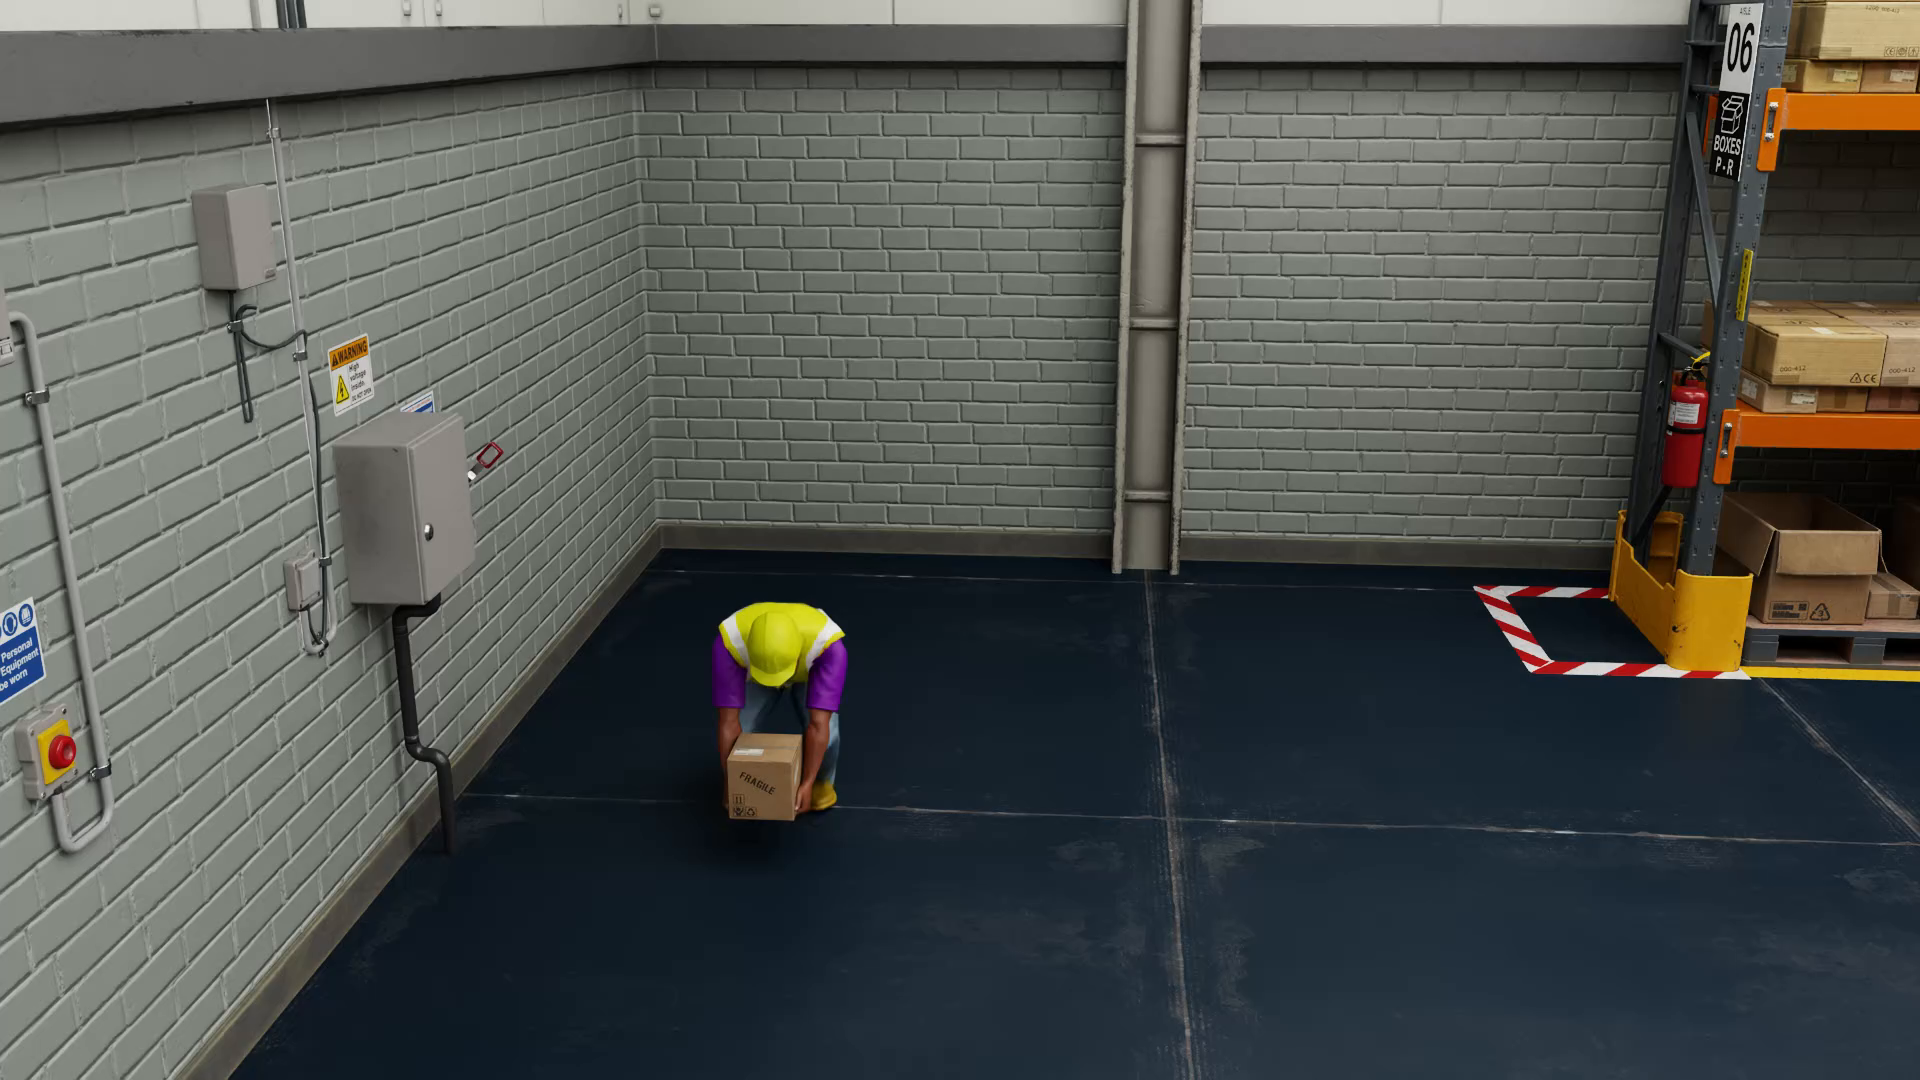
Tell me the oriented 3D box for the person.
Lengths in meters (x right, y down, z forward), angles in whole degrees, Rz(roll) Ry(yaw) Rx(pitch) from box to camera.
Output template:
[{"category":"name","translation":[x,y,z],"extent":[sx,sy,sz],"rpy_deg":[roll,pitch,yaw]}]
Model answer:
[{"category":"person","translation":[-0.706,0.649,6.716],"extent":[0.534,1.009,0.916],"rpy_deg":[1,17,2]}]
